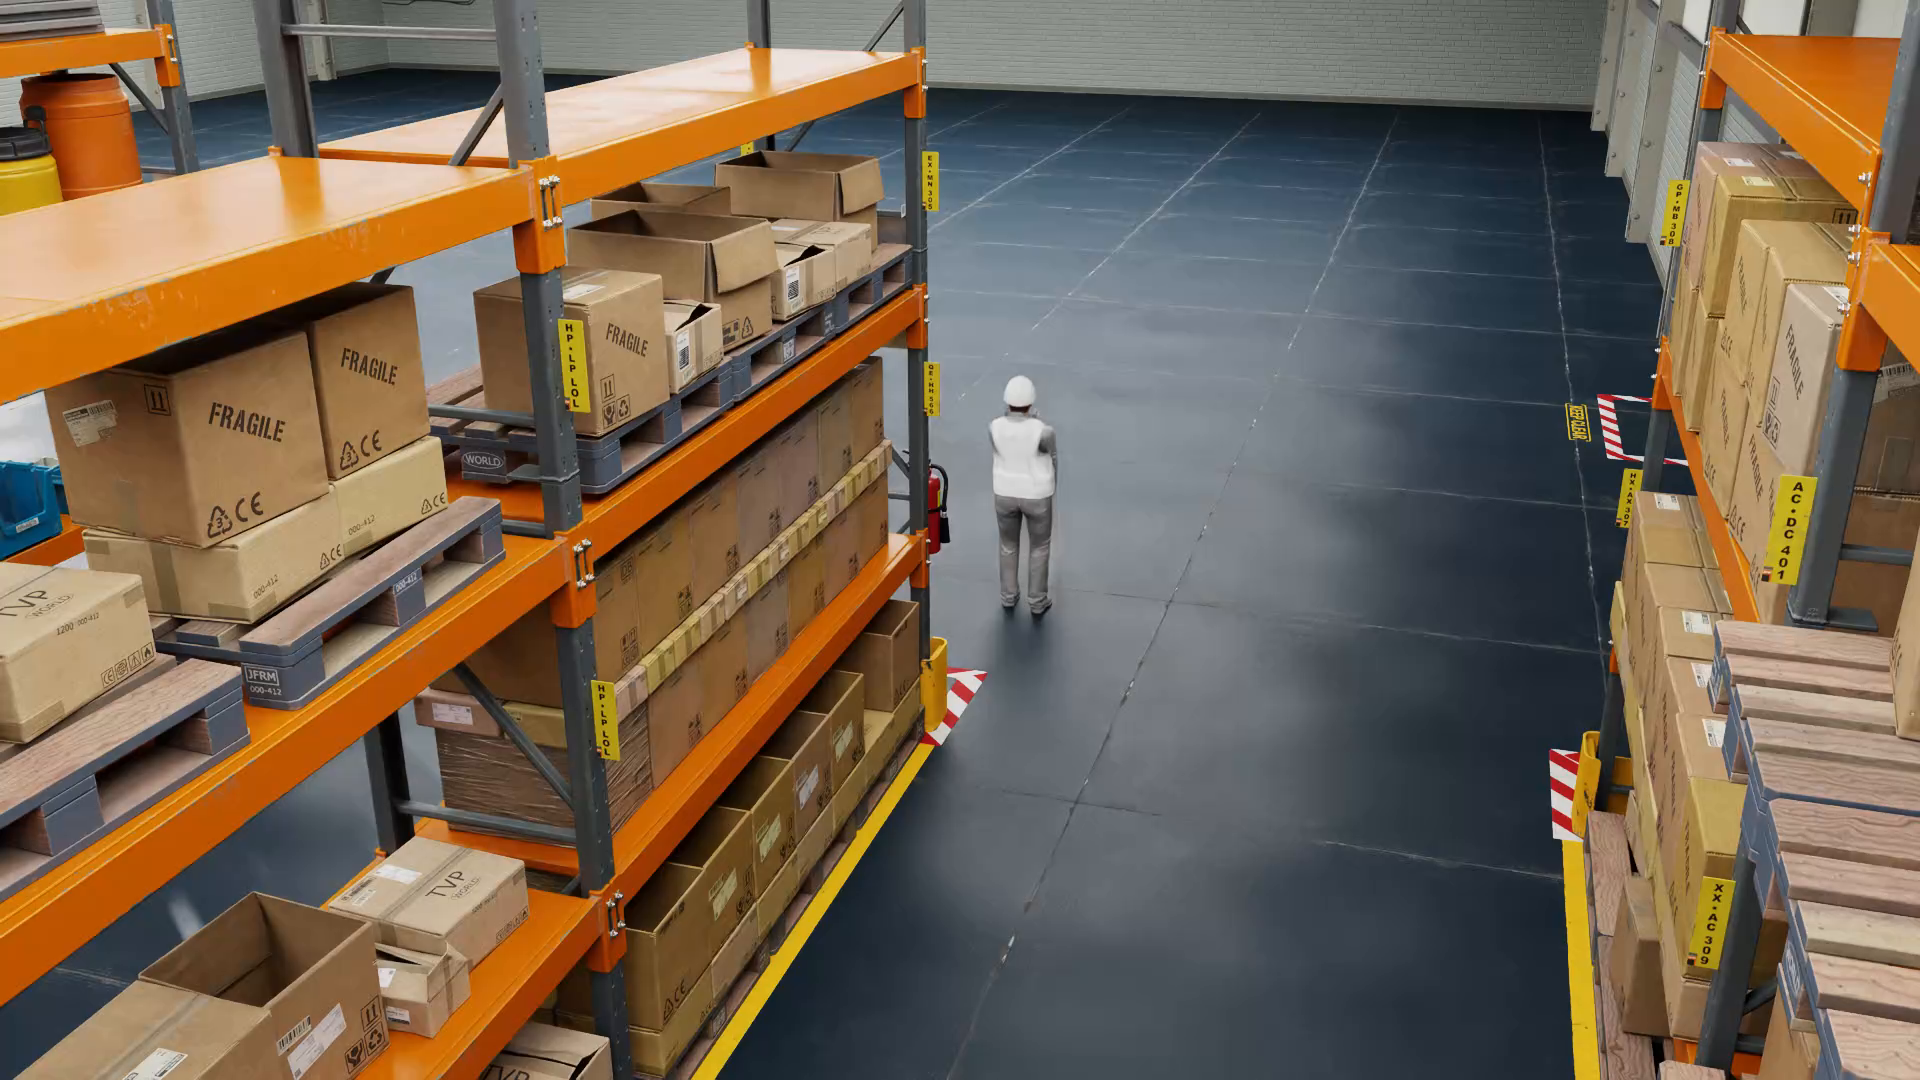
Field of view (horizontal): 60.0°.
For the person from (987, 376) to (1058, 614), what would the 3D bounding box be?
[{"bbox_3d":[0.467,-0.365,11.975,0.494,1.765,0.554,7,23,17],"label":"person"}]
